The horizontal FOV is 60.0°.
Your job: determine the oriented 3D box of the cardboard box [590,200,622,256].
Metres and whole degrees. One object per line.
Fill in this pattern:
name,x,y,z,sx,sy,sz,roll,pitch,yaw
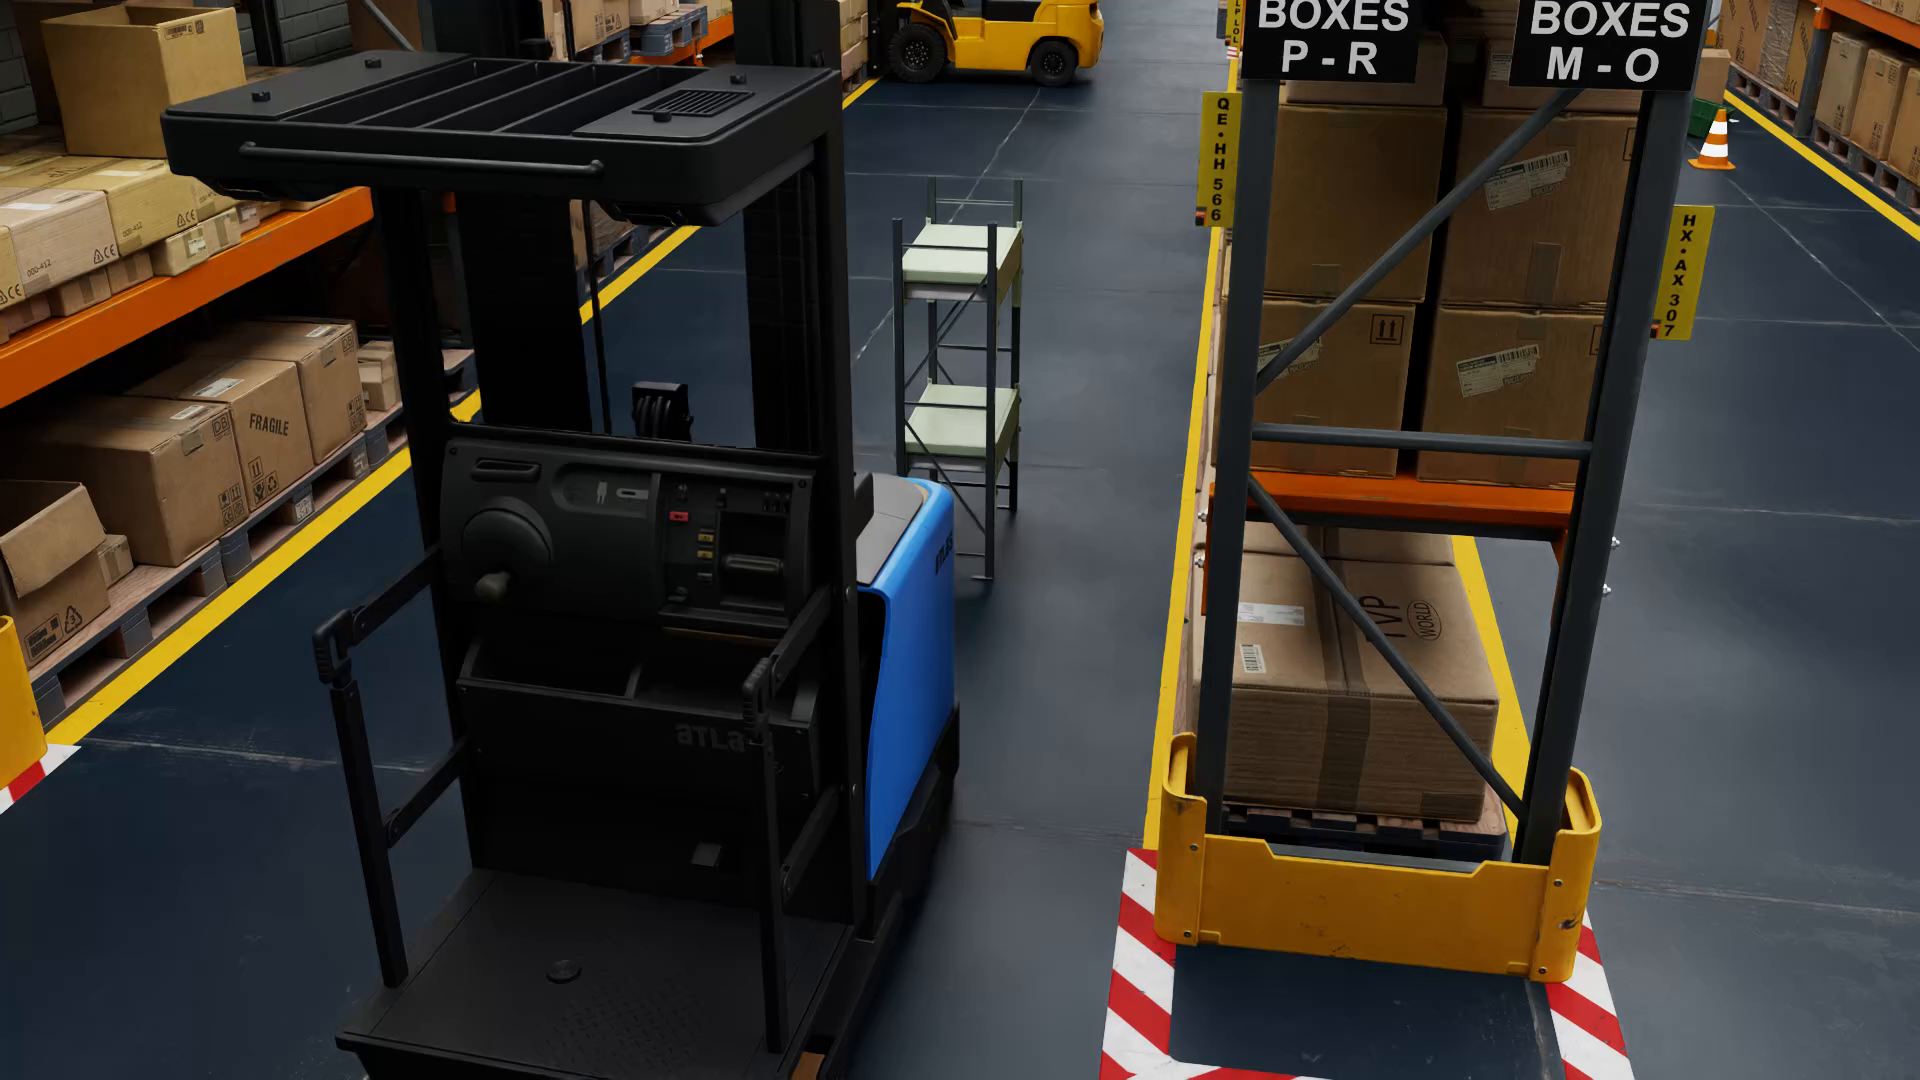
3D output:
cardboard box,-2.525,-2.153,10.766,0.500,0.500,0.500,3,25,7

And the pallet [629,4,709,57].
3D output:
pallet,-2.468,-3.558,11.539,1.213,0.211,1.003,4,25,9

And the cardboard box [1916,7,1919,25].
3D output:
cardboard box,7.344,-3.960,12.054,0.500,0.500,0.500,4,25,8

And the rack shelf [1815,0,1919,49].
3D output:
rack shelf,7.697,-3.801,12.681,1.077,0.370,4.000,4,25,9

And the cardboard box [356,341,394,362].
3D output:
cardboard box,-2.882,-0.906,8.515,0.380,0.149,0.250,3,25,7

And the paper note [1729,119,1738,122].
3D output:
paper note,7.241,-3.963,15.679,0.147,0.020,0.142,-14,29,-27

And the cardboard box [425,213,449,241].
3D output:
cardboard box,-2.759,-1.744,9.125,0.380,0.149,0.250,5,26,11

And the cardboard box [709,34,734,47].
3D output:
cardboard box,-1.982,-4.178,14.943,0.875,0.625,0.625,4,25,8

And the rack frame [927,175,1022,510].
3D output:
rack frame,0.061,-0.835,7.265,0.400,1.500,0.023,4,25,9

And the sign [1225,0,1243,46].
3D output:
sign,1.280,-2.440,7.652,0.100,0.325,0.005,4,25,9

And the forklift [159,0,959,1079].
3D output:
forklift,-0.844,0.021,3.748,1.130,2.935,3.031,6,26,12

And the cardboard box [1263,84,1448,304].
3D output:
cardboard box,1.007,-0.961,4.468,0.500,0.500,0.500,5,26,10

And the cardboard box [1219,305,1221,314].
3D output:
cardboard box,1.979,-1.789,9.545,0.875,0.875,0.875,5,26,10

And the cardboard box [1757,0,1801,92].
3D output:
cardboard box,8.340,-4.827,16.034,0.875,0.875,0.875,4,25,9

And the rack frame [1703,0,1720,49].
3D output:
rack frame,8.678,-6.636,17.889,1.000,3.000,0.127,4,25,9

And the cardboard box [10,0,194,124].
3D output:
cardboard box,-3.586,-2.062,7.059,0.500,0.500,0.500,3,25,7

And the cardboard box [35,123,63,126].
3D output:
cardboard box,-3.589,-1.713,7.197,0.500,0.250,0.500,5,25,10

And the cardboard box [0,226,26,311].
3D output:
cardboard box,-3.394,-0.825,5.301,0.500,0.250,0.500,4,25,9

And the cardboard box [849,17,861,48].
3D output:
cardboard box,-1.309,-5.169,16.914,0.500,0.250,0.500,4,25,8

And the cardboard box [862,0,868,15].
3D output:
cardboard box,-1.221,-5.607,17.258,0.500,0.250,0.500,5,26,10

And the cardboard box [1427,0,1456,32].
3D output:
cardboard box,1.639,-1.606,5.081,0.380,0.149,0.250,4,25,9

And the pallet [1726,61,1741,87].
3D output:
pallet,8.625,-5.033,17.754,1.003,0.211,1.213,4,25,9

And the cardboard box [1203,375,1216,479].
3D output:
cardboard box,1.463,-0.318,6.918,0.875,0.438,0.875,3,25,7

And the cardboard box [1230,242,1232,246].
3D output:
cardboard box,1.078,-0.719,5.131,0.500,0.500,0.500,3,25,7

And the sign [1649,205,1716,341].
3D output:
sign,1.710,-0.632,3.948,0.100,0.325,0.005,4,25,9

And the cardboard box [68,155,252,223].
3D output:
cardboard box,-3.170,-1.464,6.665,0.500,0.250,0.500,3,25,7

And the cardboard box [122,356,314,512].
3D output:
cardboard box,-3.178,-0.464,7.156,0.500,0.500,0.500,4,25,9

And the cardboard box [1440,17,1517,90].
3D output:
cardboard box,1.467,-1.281,4.386,0.380,0.149,0.250,5,25,10

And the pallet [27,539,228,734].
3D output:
pallet,-3.593,0.310,6.338,1.003,0.211,1.213,4,25,9

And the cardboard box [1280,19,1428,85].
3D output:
cardboard box,1.042,-1.309,4.445,0.380,0.149,0.250,4,25,9

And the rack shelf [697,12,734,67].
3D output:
rack shelf,-2.100,-4.444,14.054,1.077,0.370,4.000,4,25,9

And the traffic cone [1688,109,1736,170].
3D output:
traffic cone,6.315,-3.358,13.878,0.336,0.463,0.334,4,25,9

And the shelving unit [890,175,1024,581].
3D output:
shelving unit,0.001,-0.682,6.938,0.431,1.500,0.755,4,25,9

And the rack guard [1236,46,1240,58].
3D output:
rack guard,3.766,-5.773,18.994,1.175,0.500,0.348,4,25,9

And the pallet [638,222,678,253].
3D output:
pallet,-2.586,-2.361,12.045,1.003,0.211,1.213,4,25,9

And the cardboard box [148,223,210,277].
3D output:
cardboard box,-3.150,-1.127,6.417,0.380,0.149,0.250,3,25,7

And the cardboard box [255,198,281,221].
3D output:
cardboard box,-3.159,-1.458,7.123,0.380,0.149,0.250,4,25,9

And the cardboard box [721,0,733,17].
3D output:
cardboard box,-2.026,-4.244,12.956,0.500,0.250,0.500,3,25,7

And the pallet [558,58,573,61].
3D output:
pallet,-2.842,-2.500,9.279,1.003,0.211,1.213,4,25,9

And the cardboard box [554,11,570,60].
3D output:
cardboard box,-2.475,-2.944,9.665,0.396,0.266,0.258,5,26,11

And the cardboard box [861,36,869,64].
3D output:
cardboard box,-1.231,-5.160,17.483,0.500,0.250,0.500,4,25,9

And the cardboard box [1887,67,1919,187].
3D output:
cardboard box,7.698,-3.076,12.441,1.050,0.750,0.750,4,25,9

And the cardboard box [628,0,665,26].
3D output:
cardboard box,-2.280,-3.592,11.067,0.500,0.250,0.500,3,25,6

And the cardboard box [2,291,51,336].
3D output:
cardboard box,-3.405,-0.814,5.747,0.380,0.149,0.250,4,25,8

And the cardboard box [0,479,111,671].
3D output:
cardboard box,-3.541,0.104,5.939,0.797,0.503,0.637,3,25,6

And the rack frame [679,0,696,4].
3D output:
rack frame,-2.427,-3.933,12.115,1.000,3.000,0.127,4,25,9

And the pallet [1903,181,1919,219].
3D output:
pallet,7.574,-2.352,12.026,1.003,0.211,1.213,4,25,9

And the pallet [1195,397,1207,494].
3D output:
pallet,1.615,-0.342,7.733,1.003,0.211,1.213,4,25,9

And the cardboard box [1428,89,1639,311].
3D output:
cardboard box,1.523,-0.924,4.389,0.500,0.500,0.500,3,25,7

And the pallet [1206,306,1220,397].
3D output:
pallet,1.869,-0.983,9.101,1.003,0.211,1.213,4,25,9

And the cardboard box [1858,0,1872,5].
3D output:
cardboard box,7.591,-4.596,13.413,0.500,0.500,0.500,4,25,9
